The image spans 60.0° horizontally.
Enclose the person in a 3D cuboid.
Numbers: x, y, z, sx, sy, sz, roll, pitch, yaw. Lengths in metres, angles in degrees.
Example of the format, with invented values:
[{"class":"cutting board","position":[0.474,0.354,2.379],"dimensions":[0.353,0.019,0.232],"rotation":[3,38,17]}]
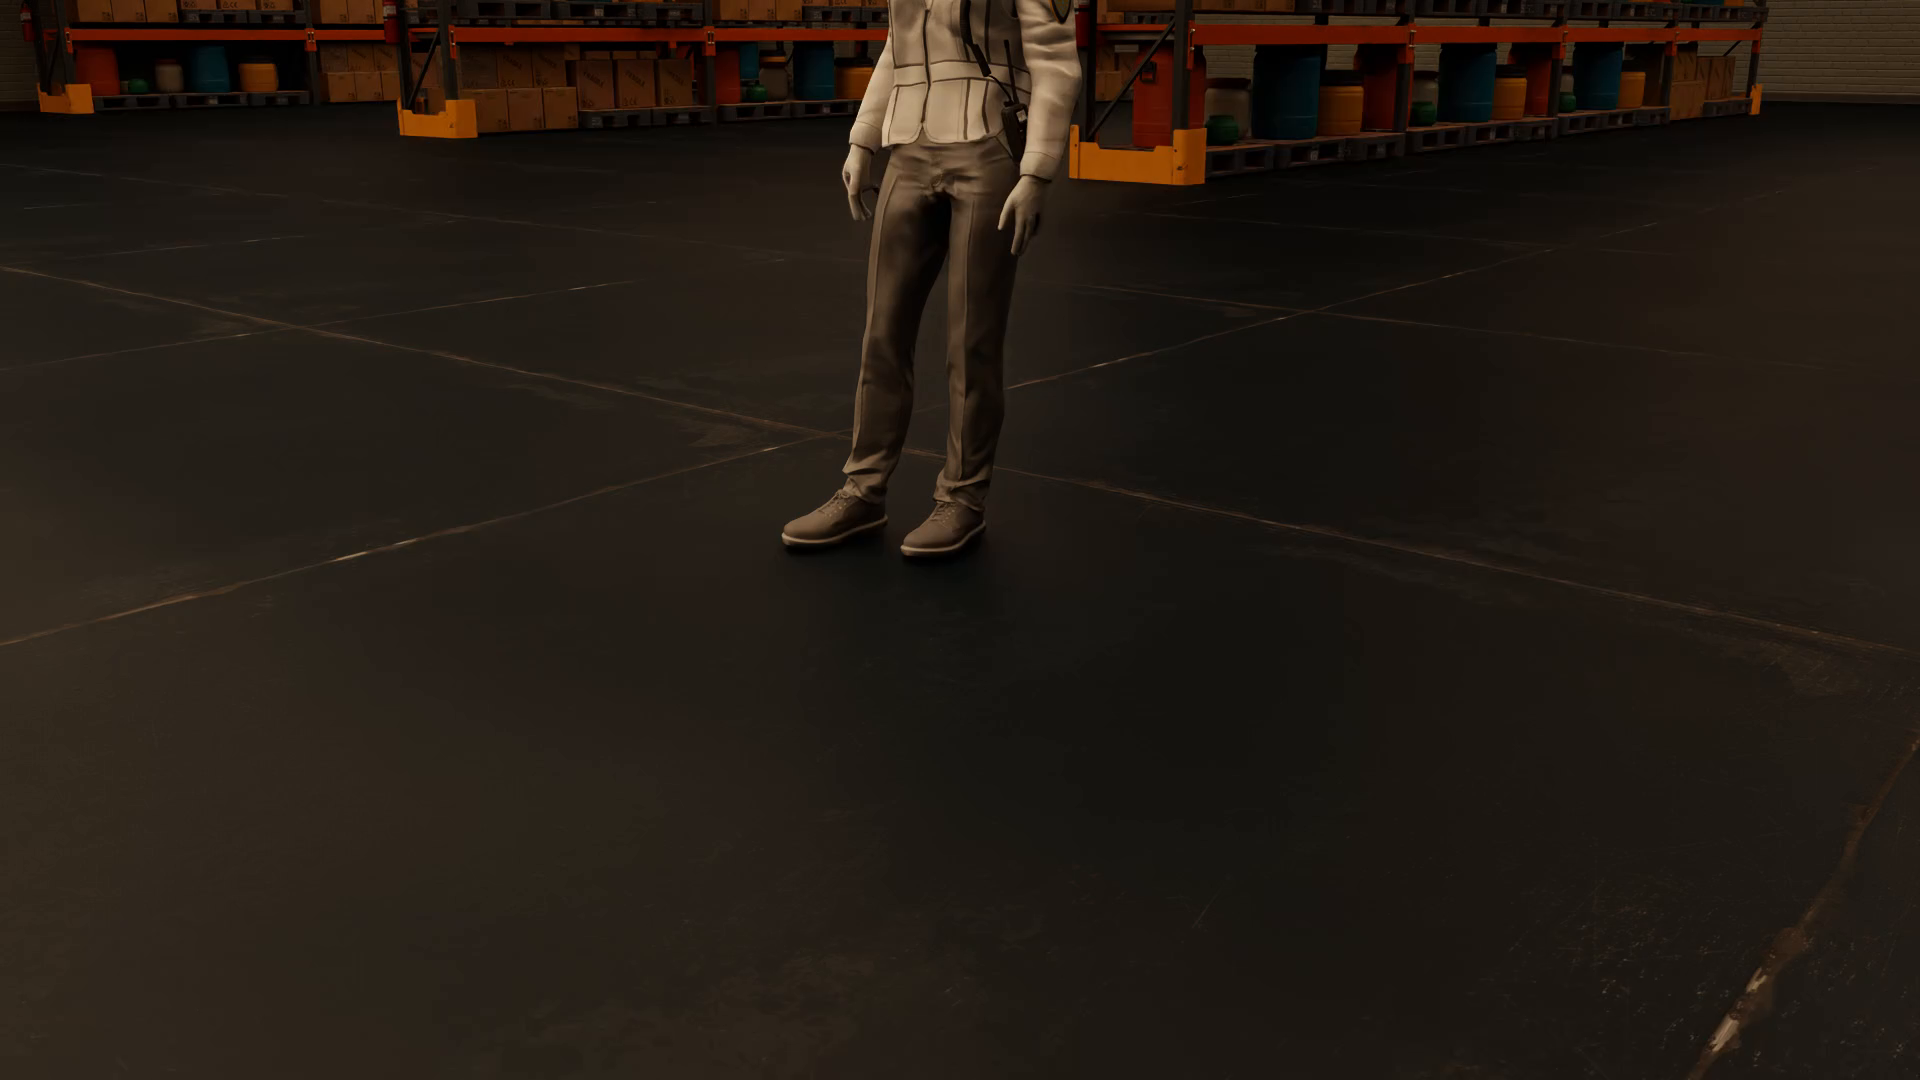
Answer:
[{"class":"person","position":[-0.049,-0.803,3.647],"dimensions":[0.586,1.694,0.530],"rotation":[13,21,37]}]
